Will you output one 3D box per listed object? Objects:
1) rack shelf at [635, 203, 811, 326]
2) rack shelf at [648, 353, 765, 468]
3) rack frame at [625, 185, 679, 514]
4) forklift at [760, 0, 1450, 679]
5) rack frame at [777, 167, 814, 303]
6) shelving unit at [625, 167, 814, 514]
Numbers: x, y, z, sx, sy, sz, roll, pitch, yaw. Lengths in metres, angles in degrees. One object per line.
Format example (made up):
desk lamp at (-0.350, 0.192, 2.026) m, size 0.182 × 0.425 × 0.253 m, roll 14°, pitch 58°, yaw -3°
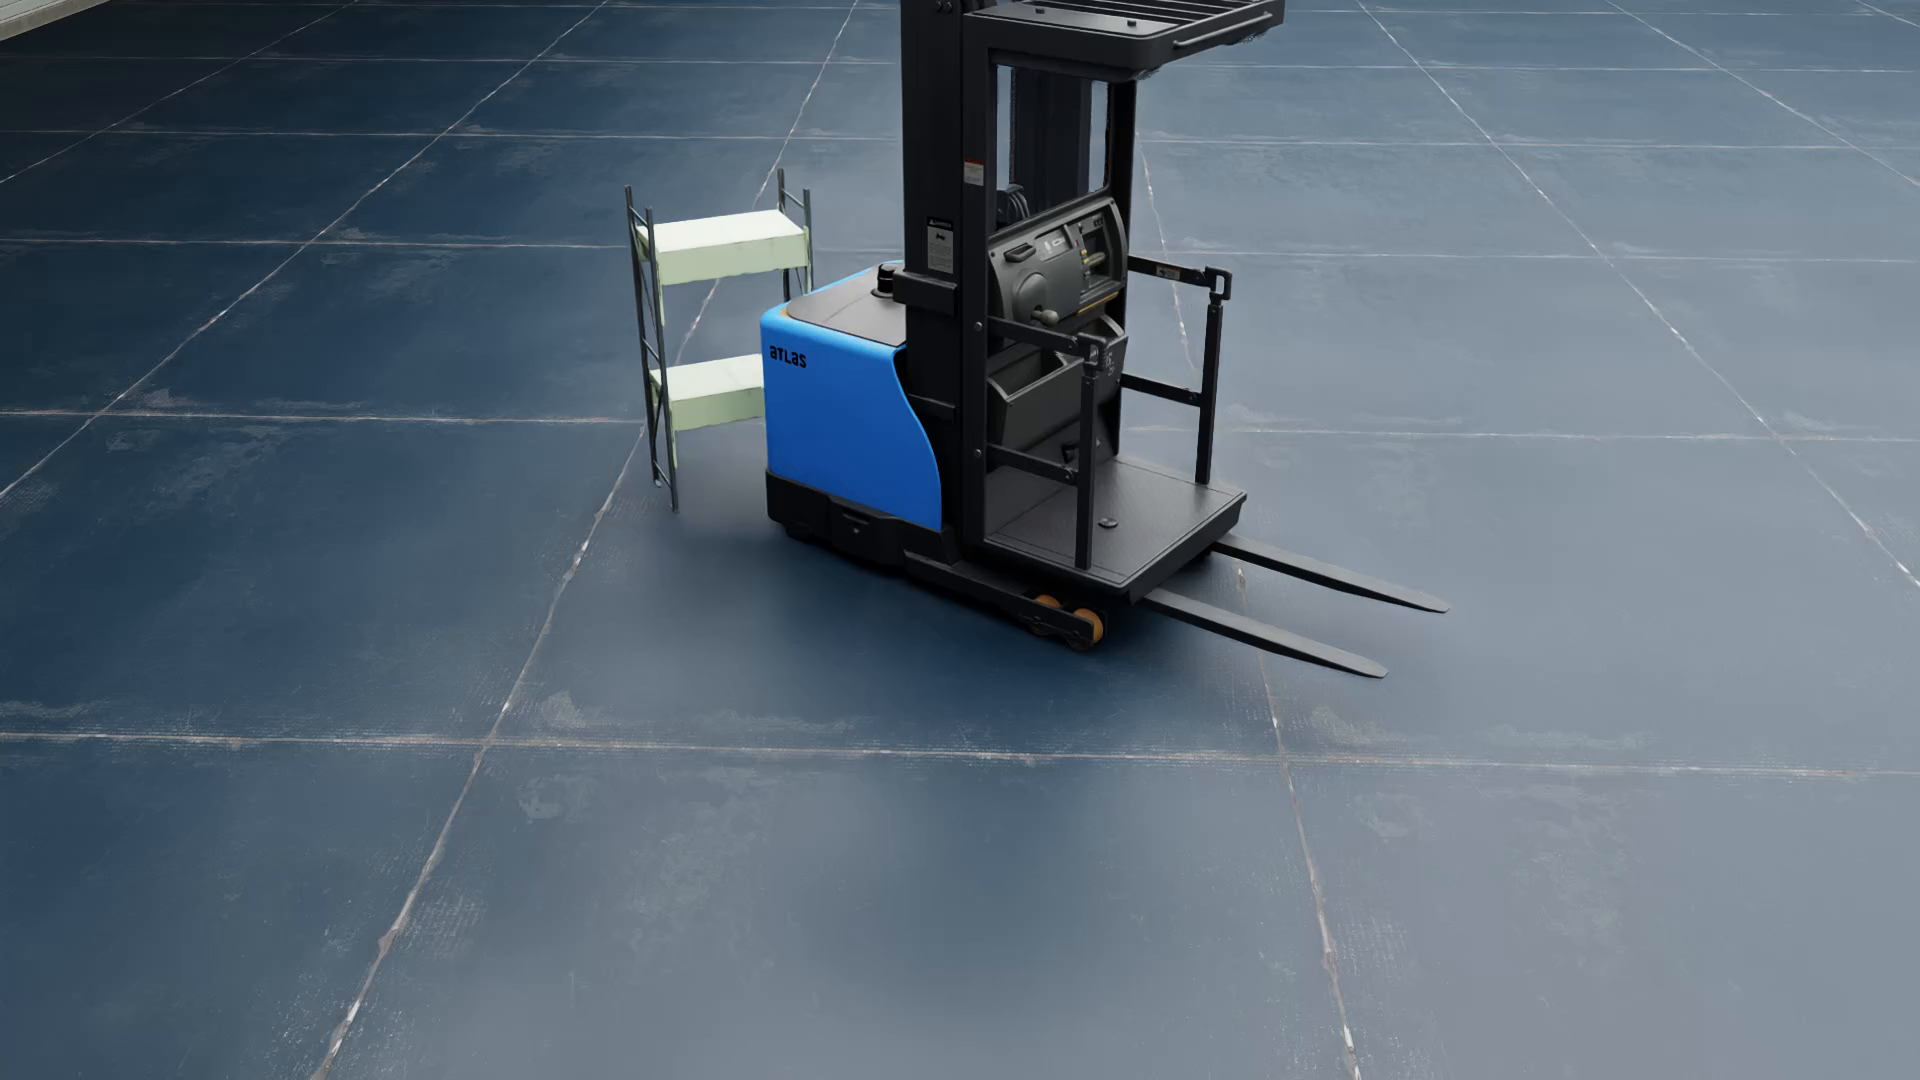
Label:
rack shelf at (-1.108, -1.291, 7.752) m, size 0.720 × 0.370 × 0.431 m, roll -12°, pitch 30°, yaw -21°
rack shelf at (-1.108, -0.659, 8.087) m, size 0.720 × 0.370 × 0.431 m, roll -12°, pitch 30°, yaw -21°
rack frame at (-1.442, -0.876, 7.802) m, size 0.023 × 1.500 × 0.400 m, roll -12°, pitch 30°, yaw -21°
forklift at (0.581, -1.123, 6.740) m, size 3.031 × 2.935 × 1.130 m, roll 19°, pitch 33°, yaw 32°
rack frame at (-0.774, -1.017, 8.067) m, size 0.023 × 1.500 × 0.400 m, roll -12°, pitch 30°, yaw -21°
shelving unit at (-1.108, -0.947, 7.934) m, size 0.755 × 1.500 × 0.431 m, roll -12°, pitch 30°, yaw -21°
